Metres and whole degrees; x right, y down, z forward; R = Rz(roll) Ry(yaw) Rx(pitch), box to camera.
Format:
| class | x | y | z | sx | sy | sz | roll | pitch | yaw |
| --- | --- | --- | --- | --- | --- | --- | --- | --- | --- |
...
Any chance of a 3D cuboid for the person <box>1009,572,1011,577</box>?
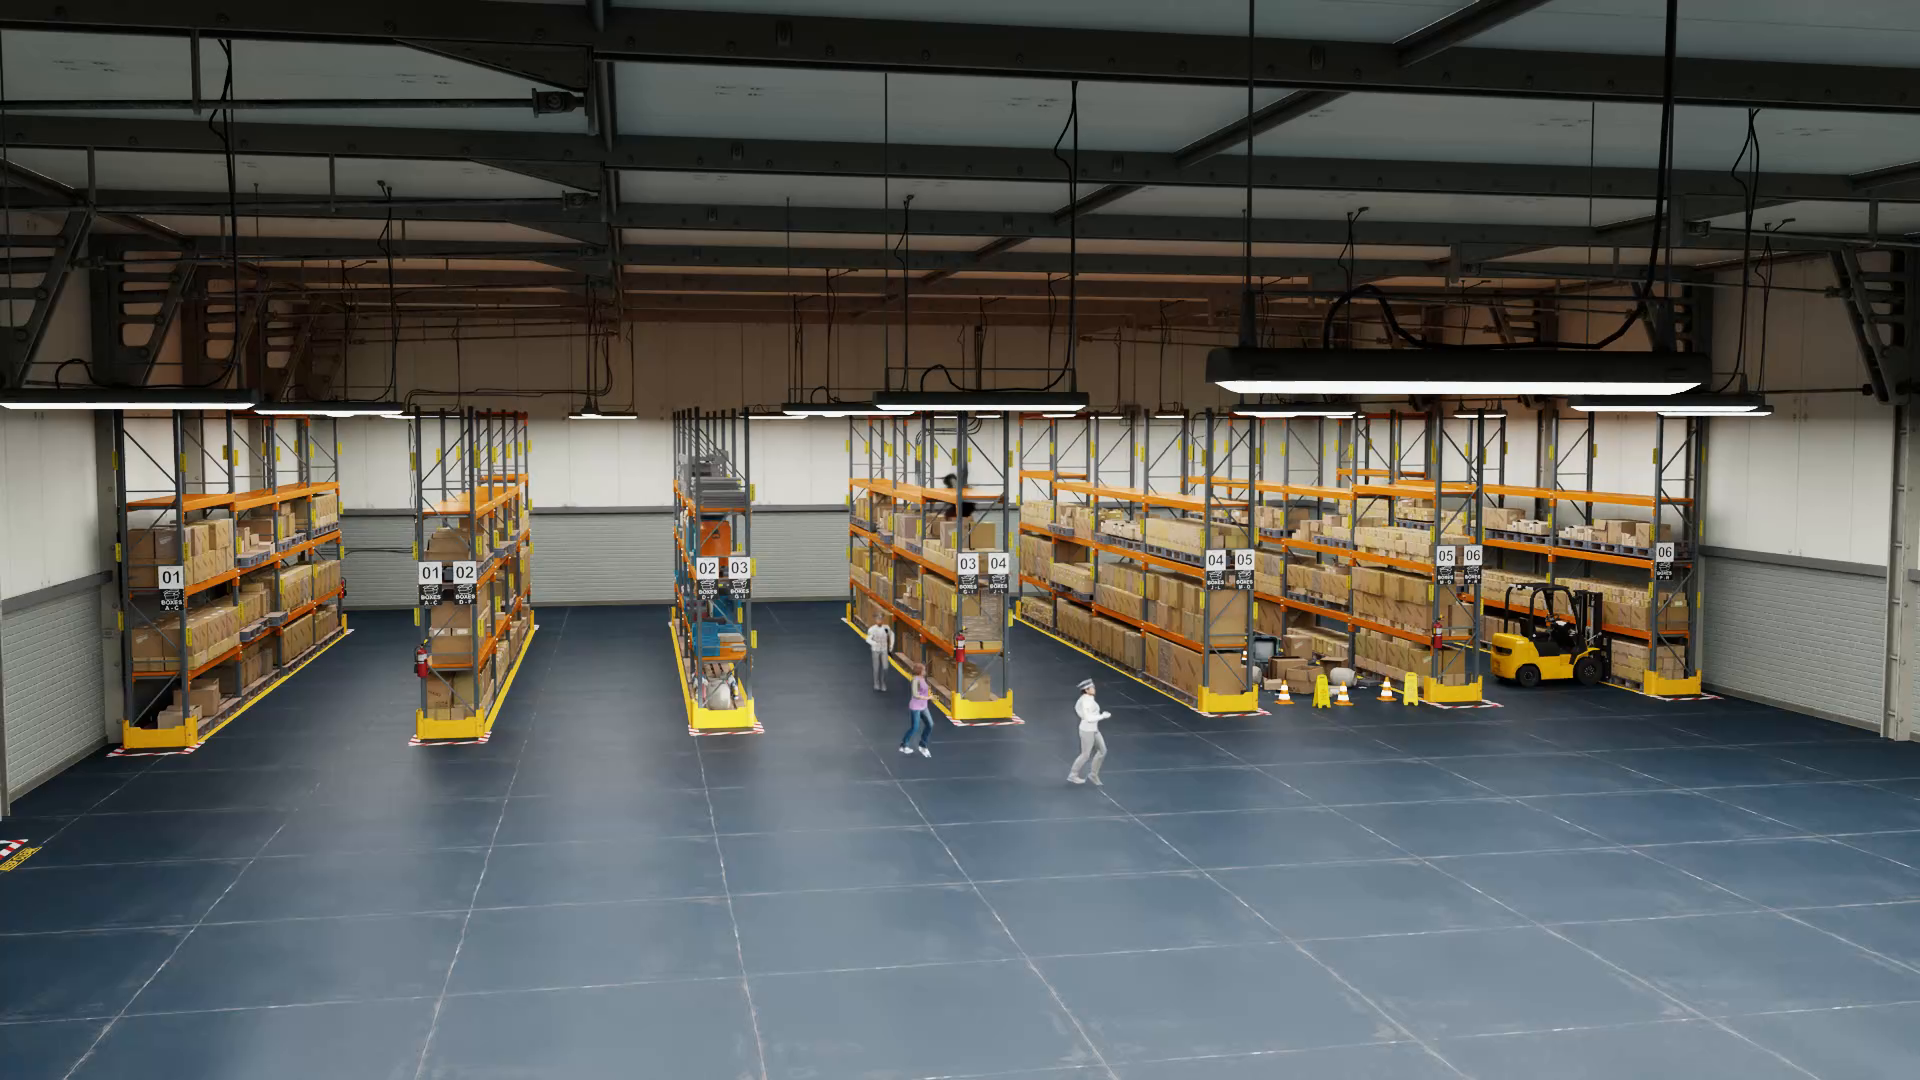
| class | x | y | z | sx | sy | sz | roll | pitch | yaw |
| --- | --- | --- | --- | --- | --- | --- | --- | --- | --- |
| person | 1.193 | 1.311 | 49.684 | 0.852 | 1.621 | 0.684 | -3 | 5 | -32 |

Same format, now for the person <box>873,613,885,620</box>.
| class | x | y | z | sx | sy | sz | roll | pitch | yaw |
| --- | --- | --- | --- | --- | --- | --- | --- | --- | --- |
| person | -0.602 | 1.878 | 42.169 | 8.132 | 1.683 | 11.944 | 4 | 6 | 43 |

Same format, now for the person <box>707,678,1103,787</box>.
| class | x | y | z | sx | sy | sz | roll | pitch | yaw |
| --- | --- | --- | --- | --- | --- | --- | --- | --- | --- |
| person | -1.375 | 2.930 | 29.216 | 8.458 | 1.480 | 5.237 | 1 | 4 | 13 |

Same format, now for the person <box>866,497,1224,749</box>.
| class | x | y | z | sx | sy | sz | roll | pitch | yaw |
| --- | --- | --- | --- | --- | --- | --- | --- | --- | --- |
| person | 1.752 | 1.131 | 38.707 | 4.351 | 3.427 | 21.608 | 2 | 4 | 23 |

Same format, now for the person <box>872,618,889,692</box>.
| class | x | y | z | sx | sy | sz | roll | pitch | yaw |
| --- | --- | --- | --- | --- | --- | --- | --- | --- | --- |
| person | -1.703 | 2.402 | 35.305 | 0.348 | 1.672 | 0.591 | -1 | 4 | -10 |
